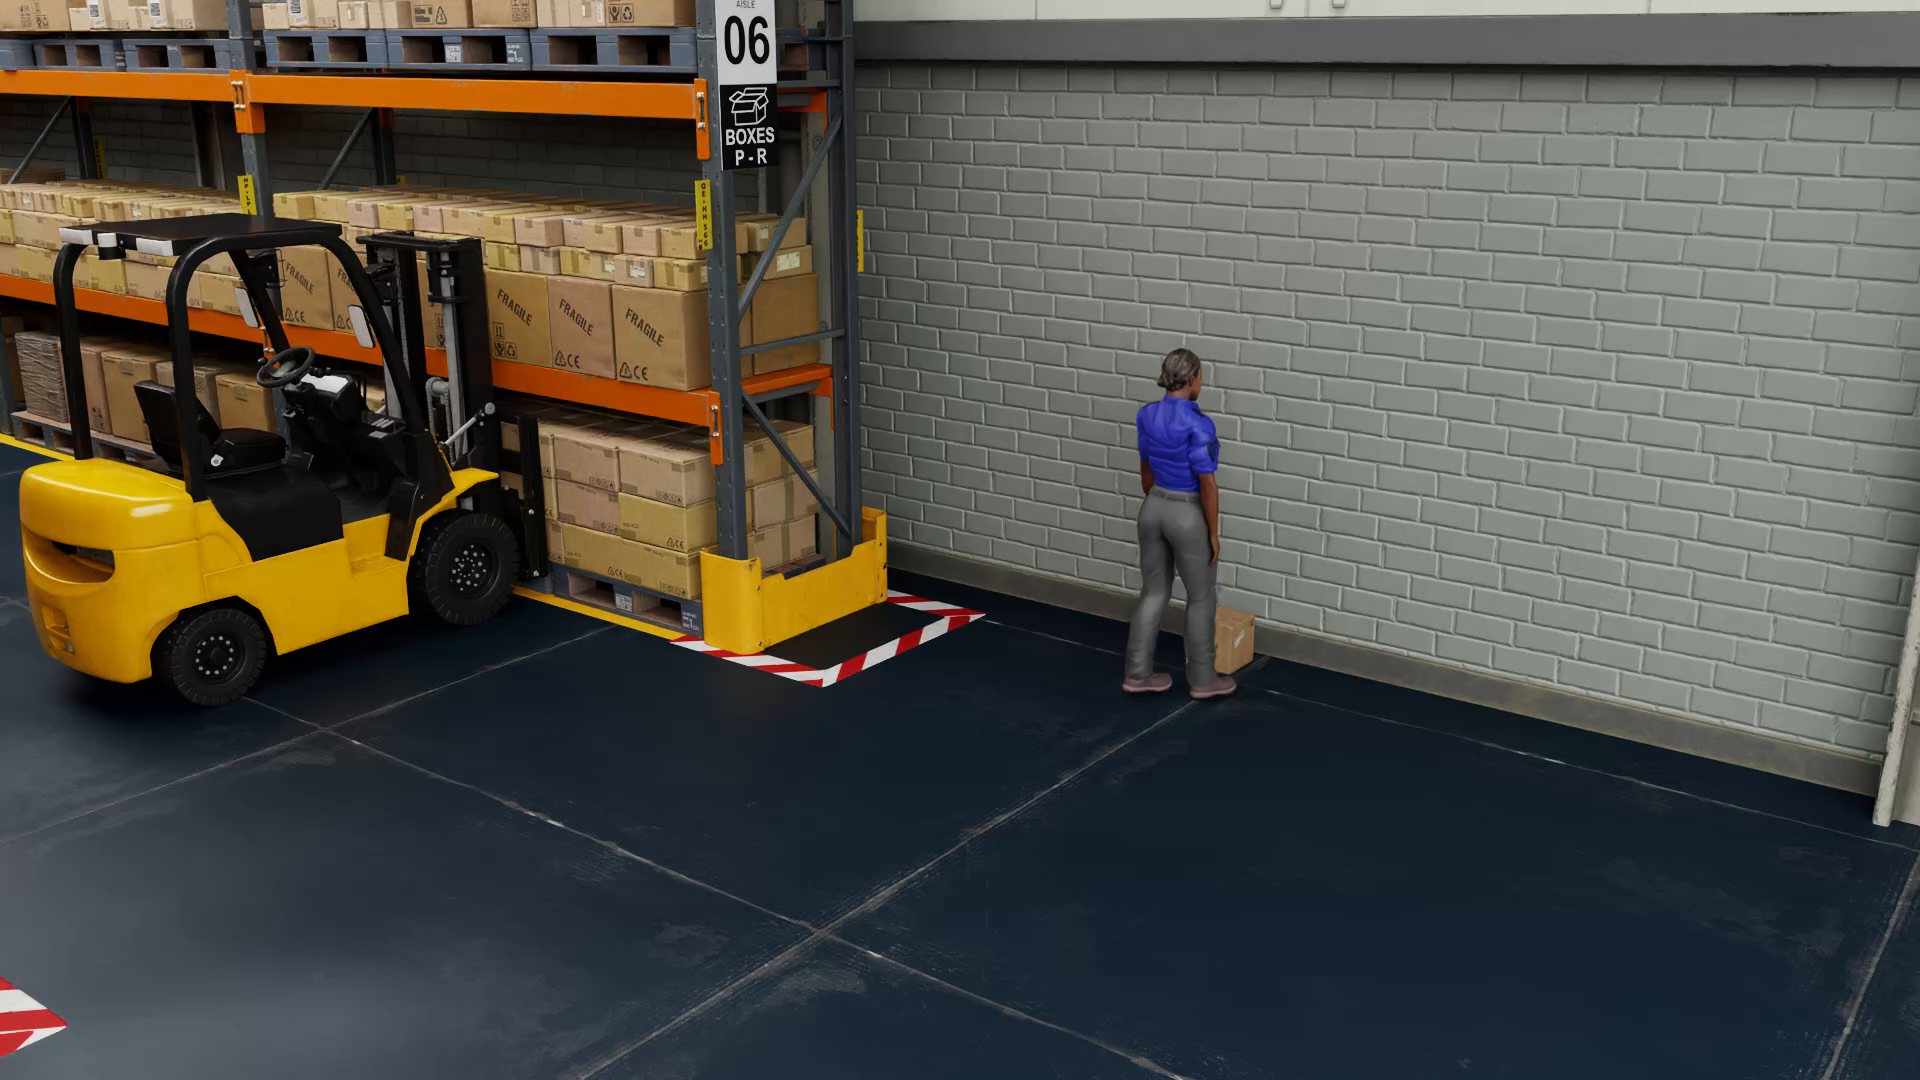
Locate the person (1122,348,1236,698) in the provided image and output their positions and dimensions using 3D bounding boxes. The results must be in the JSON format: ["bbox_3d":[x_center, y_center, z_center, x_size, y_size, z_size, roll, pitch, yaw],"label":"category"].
[{"bbox_3d":[1.034,-0.069,7.754,0.502,1.668,0.461,-16,23,-42],"label":"person"}]
